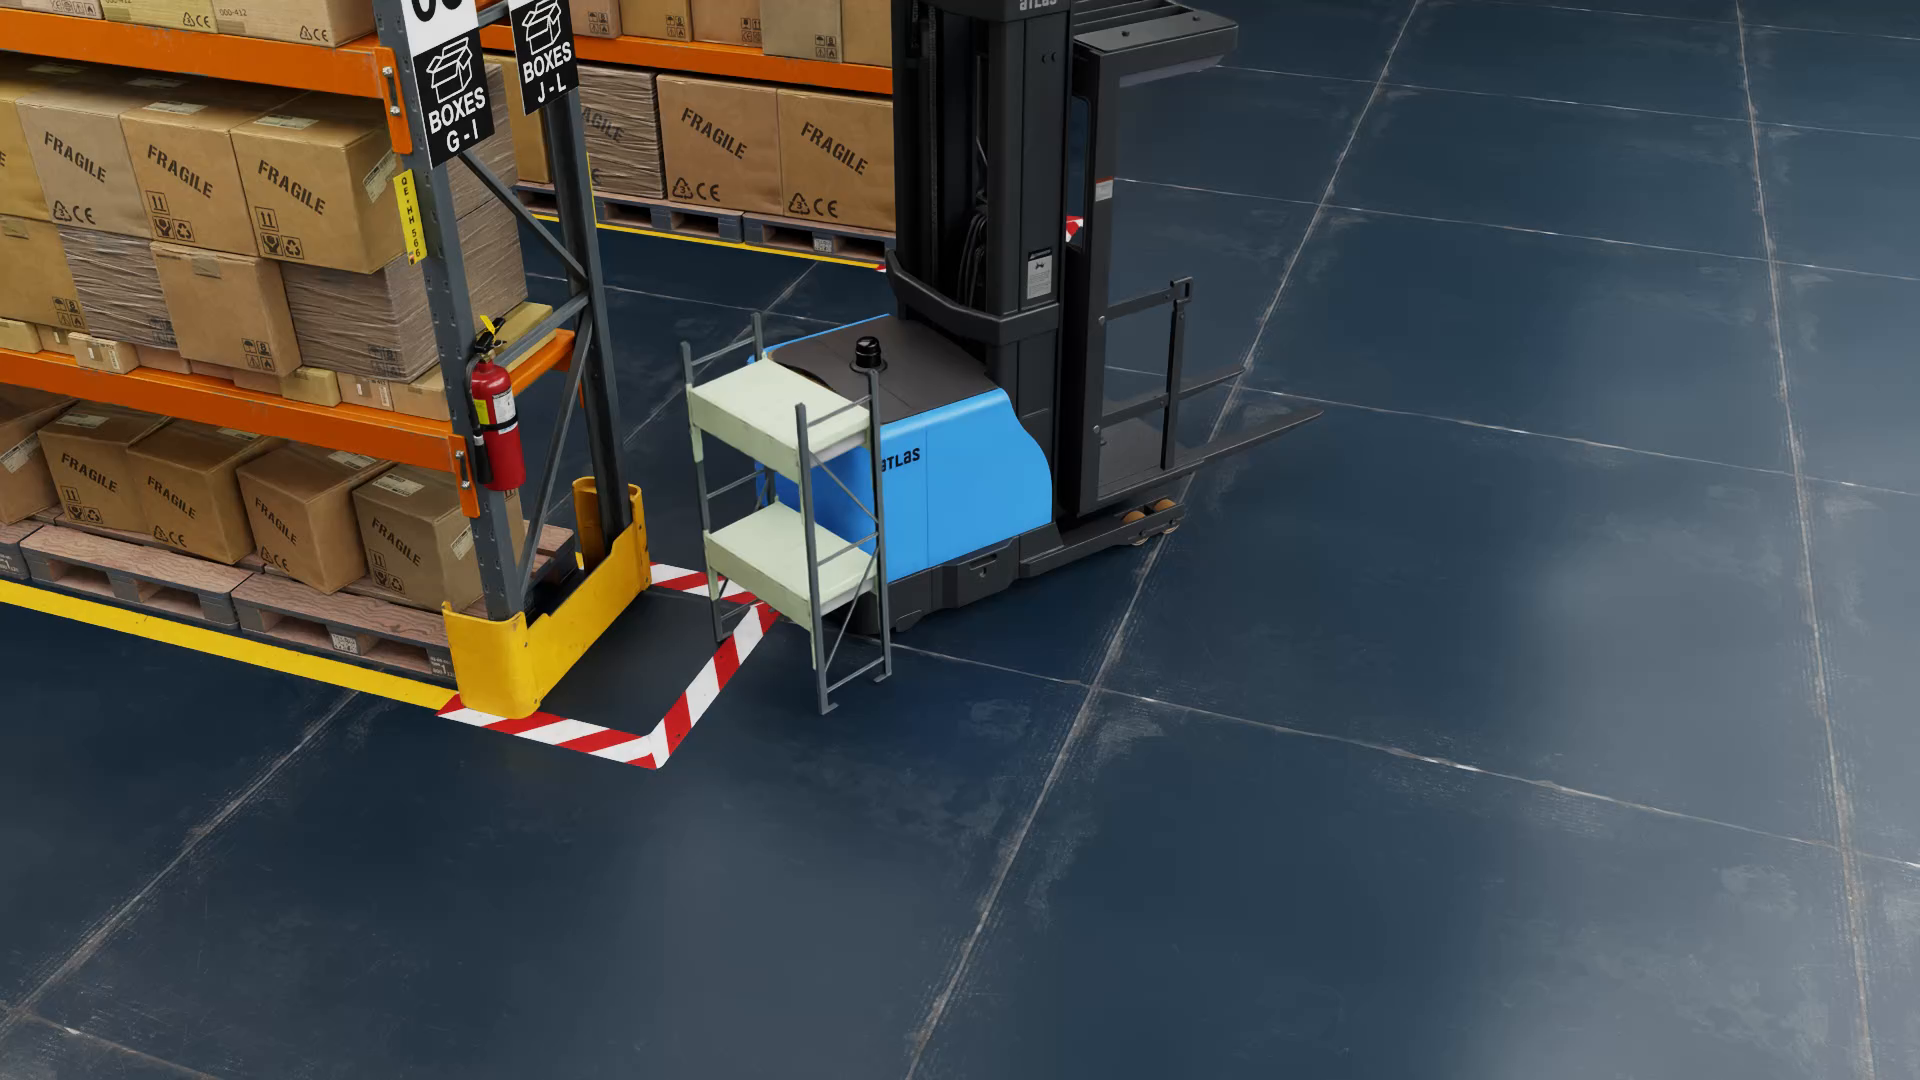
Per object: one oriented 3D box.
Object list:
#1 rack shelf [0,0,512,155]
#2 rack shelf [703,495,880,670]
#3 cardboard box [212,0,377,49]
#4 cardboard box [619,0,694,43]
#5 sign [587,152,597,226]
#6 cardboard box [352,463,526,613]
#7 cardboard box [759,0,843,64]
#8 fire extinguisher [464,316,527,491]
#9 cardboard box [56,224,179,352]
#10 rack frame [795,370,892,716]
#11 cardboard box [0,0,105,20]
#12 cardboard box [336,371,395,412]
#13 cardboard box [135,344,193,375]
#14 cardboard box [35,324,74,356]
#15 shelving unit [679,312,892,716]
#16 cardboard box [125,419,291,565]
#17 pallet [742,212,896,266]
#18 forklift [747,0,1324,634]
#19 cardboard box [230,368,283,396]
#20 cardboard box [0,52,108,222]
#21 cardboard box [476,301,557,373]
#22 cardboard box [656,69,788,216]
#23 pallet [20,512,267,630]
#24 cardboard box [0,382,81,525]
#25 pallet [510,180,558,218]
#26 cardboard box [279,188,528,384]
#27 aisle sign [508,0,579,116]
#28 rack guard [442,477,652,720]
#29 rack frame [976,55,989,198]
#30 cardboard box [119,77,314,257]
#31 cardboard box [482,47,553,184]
[{"bbox_3d":[-3.624,-2.127,6.677,4.000,0.370,1.077,11,34,16],"label":"rack shelf"},{"bbox_3d":[-0.713,0.170,7.196,0.431,0.370,0.720,-29,43,-35],"label":"rack shelf"},{"bbox_3d":[-2.281,-1.959,5.891,0.500,0.250,0.500,12,35,18],"label":"cardboard box"},{"bbox_3d":[-1.860,-3.757,11.165,0.500,0.550,0.875,11,34,16],"label":"cardboard box"},{"bbox_3d":[-1.558,-1.444,6.923,0.005,0.325,0.100,11,34,16],"label":"sign"},{"bbox_3d":[-2.323,-0.052,7.483,0.500,0.500,0.500,18,37,25],"label":"cardboard box"},{"bbox_3d":[-0.862,-3.514,10.790,0.550,0.550,0.875,11,34,16],"label":"cardboard box"},{"bbox_3d":[-1.789,-0.514,6.352,0.183,0.674,0.296,11,34,16],"label":"fire extinguisher"},{"bbox_3d":[-3.217,-1.228,7.021,0.500,0.500,0.875,11,34,16],"label":"cardboard box"},{"bbox_3d":[-0.462,0.041,6.795,0.400,1.500,0.023,-29,43,-35],"label":"rack frame"},{"bbox_3d":[-3.231,-2.147,6.182,0.500,0.250,0.500,12,35,18],"label":"cardboard box"},{"bbox_3d":[-2.314,-0.690,6.785,0.250,0.149,0.380,11,34,16],"label":"cardboard box"},{"bbox_3d":[-3.261,-0.865,7.055,0.250,0.149,0.380,11,34,16],"label":"cardboard box"},{"bbox_3d":[-3.739,-0.946,7.182,0.250,0.149,0.380,11,34,16],"label":"cardboard box"},{"bbox_3d":[-0.717,-0.101,7.016,0.431,1.500,0.755,-29,43,-35],"label":"shelving unit"},{"bbox_3d":[-3.481,-0.268,7.817,0.500,0.500,0.500,14,35,21],"label":"cardboard box"},{"bbox_3d":[-0.752,-2.252,11.543,1.213,0.211,1.003,11,34,16],"label":"pallet"},{"bbox_3d":[0.515,-1.422,7.750,3.031,2.935,1.130,-20,38,-28],"label":"forklift"},{"bbox_3d":[-2.797,-0.763,6.898,0.250,0.149,0.380,11,34,16],"label":"cardboard box"},{"bbox_3d":[-3.753,-1.641,6.739,0.500,0.500,0.500,11,34,16],"label":"cardboard box"},{"bbox_3d":[-1.929,-0.871,7.066,0.250,0.149,0.380,11,34,16],"label":"cardboard box"},{"bbox_3d":[-1.462,-2.851,11.472,0.875,0.875,0.875,10,34,16],"label":"cardboard box"},{"bbox_3d":[-3.710,-0.036,8.112,1.213,0.211,1.003,11,34,16],"label":"pallet"},{"bbox_3d":[-4.602,-0.467,8.125,0.500,0.500,0.500,23,39,31],"label":"cardboard box"},{"bbox_3d":[-3.049,-2.698,12.235,1.213,0.211,1.003,11,34,16],"label":"pallet"},{"bbox_3d":[-2.250,-1.085,6.798,0.500,0.500,0.875,11,34,16],"label":"cardboard box"},{"bbox_3d":[-1.582,-2.037,6.243,0.004,0.787,0.394,11,34,16],"label":"aisle sign"},{"bbox_3d":[-1.813,0.233,7.428,0.348,0.500,1.175,11,34,16],"label":"rack guard"},{"bbox_3d":[0.027,-3.317,10.622,0.127,3.000,1.000,11,34,16],"label":"rack frame"},{"bbox_3d":[-2.815,-1.453,6.447,0.500,0.500,0.500,11,34,16],"label":"cardboard box"},{"bbox_3d":[-3.170,-3.182,11.985,0.875,0.875,0.875,12,35,17],"label":"cardboard box"}]
